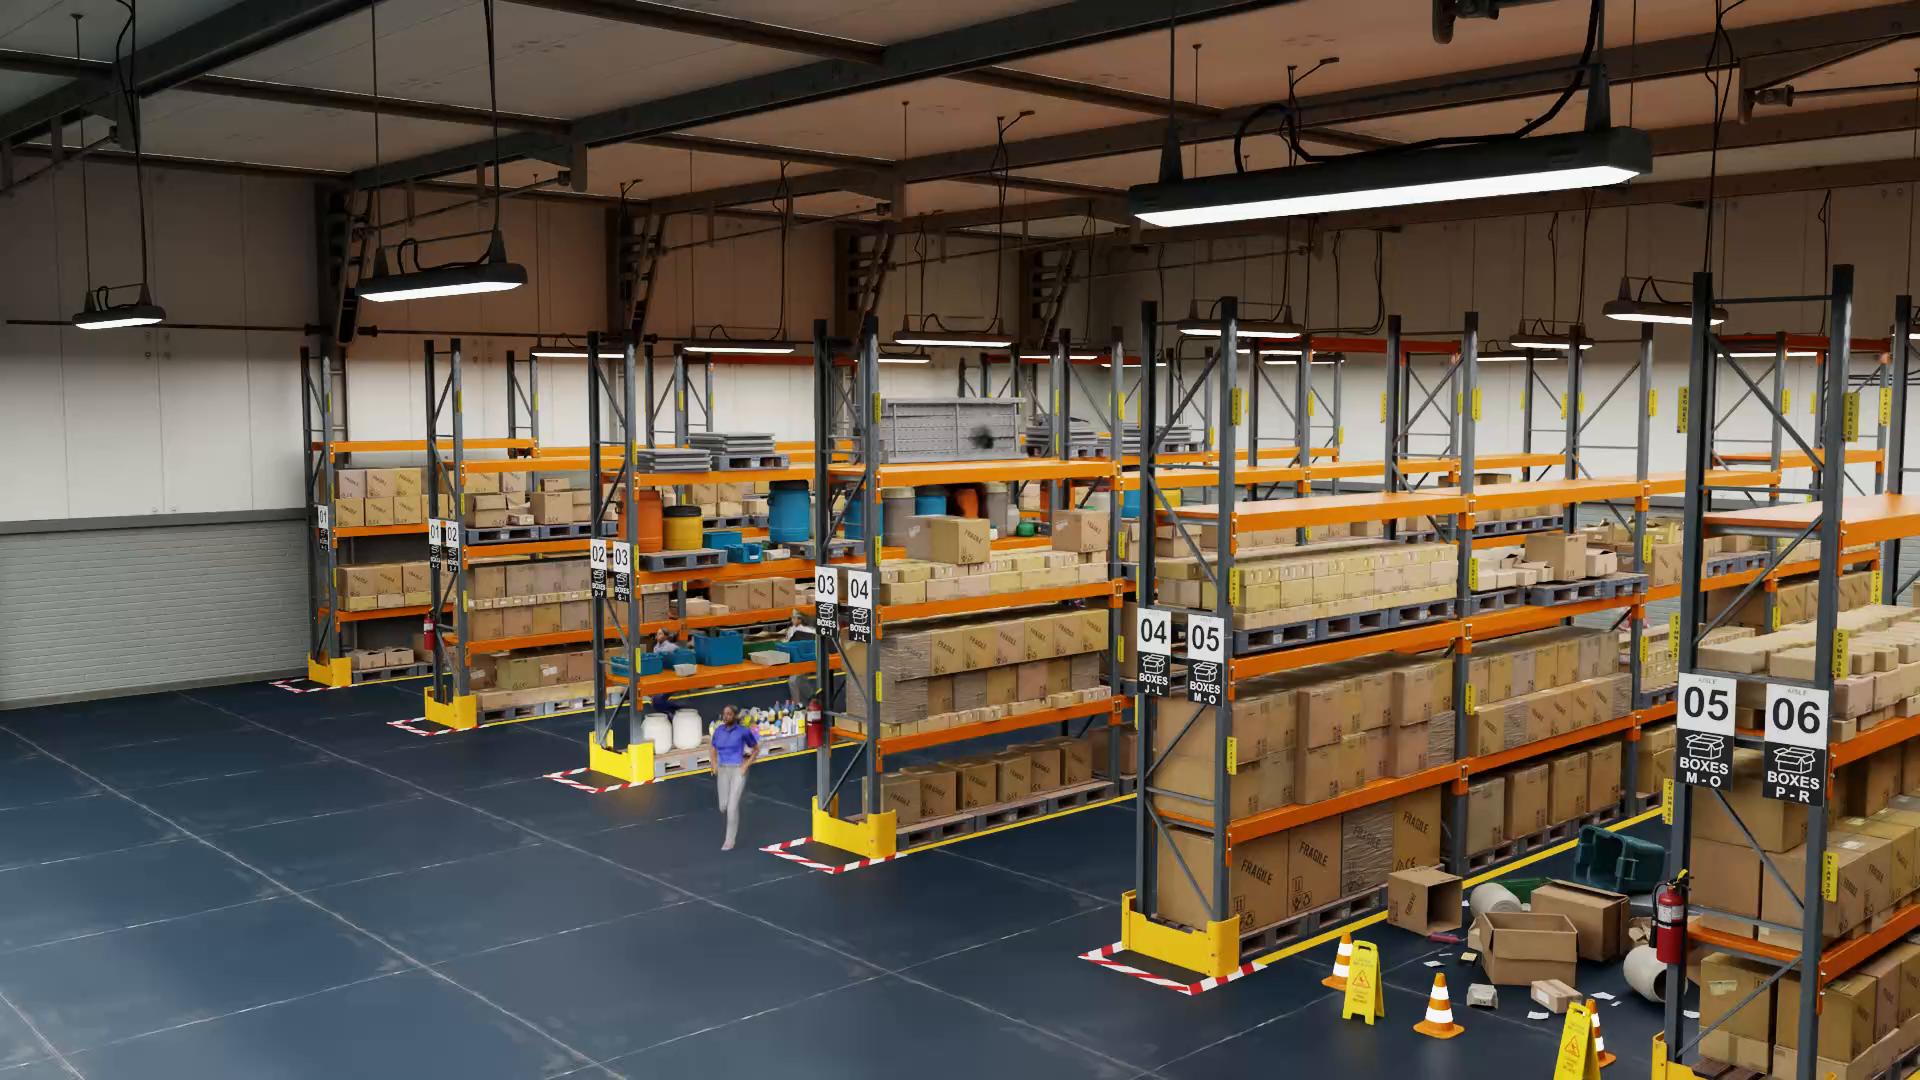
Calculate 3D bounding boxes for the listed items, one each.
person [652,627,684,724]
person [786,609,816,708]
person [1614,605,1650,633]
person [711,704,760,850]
[{"bbox_3d":[-4.523,2.129,25.446,0.586,1.601,0.543,4,7,41],"label":"person"},{"bbox_3d":[-2.582,1.976,26.758,0.753,1.753,0.594,-4,6,-39],"label":"person"},{"bbox_3d":[11.739,1.728,28.915,0.669,1.741,0.855,0,5,-5],"label":"person"},{"bbox_3d":[-2.582,2.692,19.131,0.590,1.644,0.699,1,5,13],"label":"person"}]
